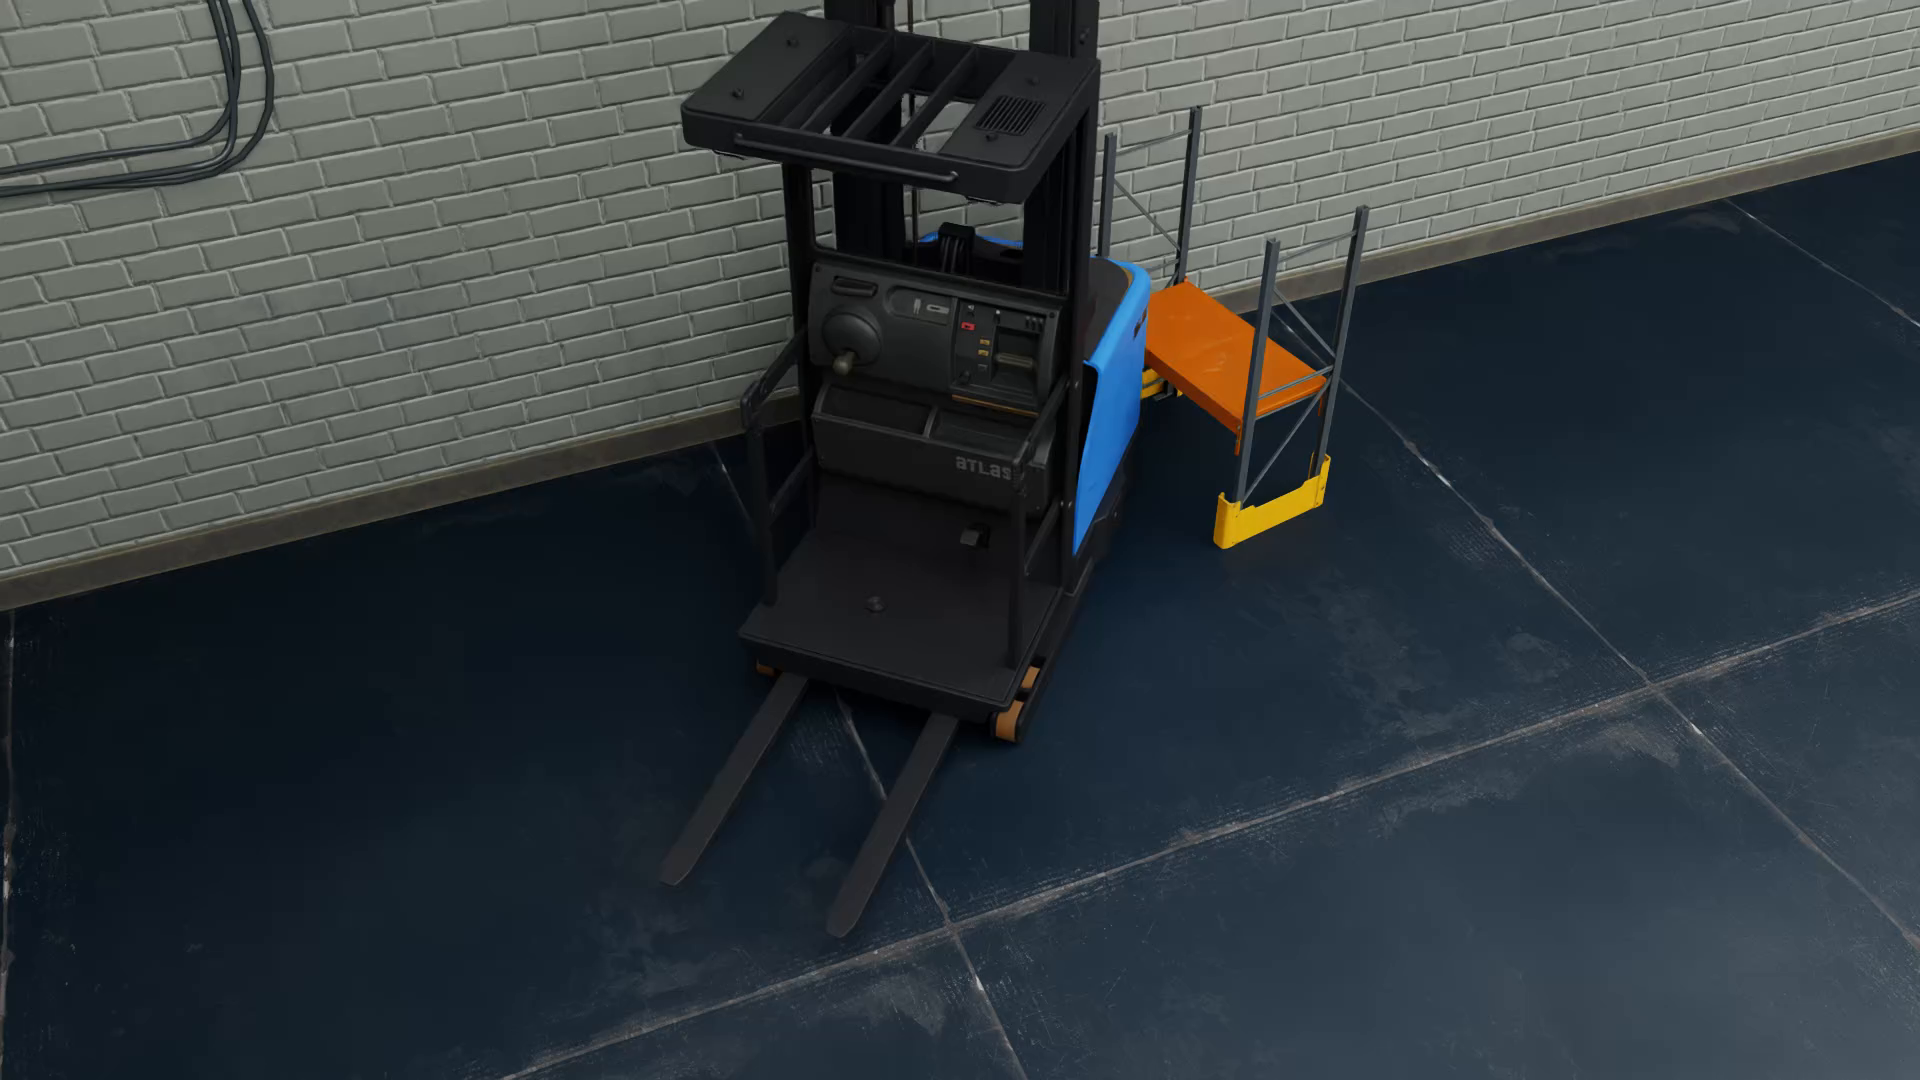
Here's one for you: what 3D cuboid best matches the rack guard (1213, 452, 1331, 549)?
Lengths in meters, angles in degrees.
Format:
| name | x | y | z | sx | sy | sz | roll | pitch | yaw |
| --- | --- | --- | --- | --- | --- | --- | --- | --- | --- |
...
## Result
| name | x | y | z | sx | sy | sz | roll | pitch | yaw |
| --- | --- | --- | --- | --- | --- | --- | --- | --- | --- |
| rack guard | 1.363 | -0.178 | 7.265 | 0.587 | 0.250 | 0.087 | -23 | 46 | -24 |

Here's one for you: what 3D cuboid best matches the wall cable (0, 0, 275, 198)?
| name | x | y | z | sx | sy | sz | roll | pitch | yaw |
| --- | --- | --- | --- | --- | --- | --- | --- | --- | --- |
| wall cable | -3.900 | -1.949 | 4.997 | 3.097 | 2.526 | 0.112 | -15 | 43 | -17 |

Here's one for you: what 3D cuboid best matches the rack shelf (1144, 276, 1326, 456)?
| name | x | y | z | sx | sy | sz | roll | pitch | yaw |
| --- | --- | --- | --- | --- | --- | --- | --- | --- | --- |
| rack shelf | 1.096 | -0.782 | 7.285 | 0.538 | 0.185 | 1.000 | -23 | 46 | -24 |

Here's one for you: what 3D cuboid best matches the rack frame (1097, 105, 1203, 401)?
| name | x | y | z | sx | sy | sz | roll | pitch | yaw |
| --- | --- | --- | --- | --- | --- | --- | --- | --- | --- |
| rack frame | 0.819 | -1.197 | 7.491 | 0.500 | 1.500 | 0.032 | -23 | 46 | -24 |

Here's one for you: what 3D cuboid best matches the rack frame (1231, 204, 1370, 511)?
| name | x | y | z | sx | sy | sz | roll | pitch | yaw |
| --- | --- | --- | --- | --- | --- | --- | --- | --- | --- |
| rack frame | 1.373 | -0.641 | 6.845 | 0.500 | 1.500 | 0.032 | -23 | 46 | -24 |

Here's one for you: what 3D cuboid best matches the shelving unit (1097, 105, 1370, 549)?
| name | x | y | z | sx | sy | sz | roll | pitch | yaw |
| --- | --- | --- | --- | --- | --- | --- | --- | --- | --- |
| shelving unit | 1.091 | -0.924 | 7.174 | 0.587 | 1.500 | 1.083 | -23 | 46 | -24 |

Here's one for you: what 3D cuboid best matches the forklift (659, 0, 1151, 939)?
| name | x | y | z | sx | sy | sz | roll | pitch | yaw |
| --- | --- | --- | --- | --- | --- | --- | --- | --- | --- |
| forklift | -0.174 | -0.649 | 5.757 | 1.130 | 2.935 | 3.031 | 13 | 42 | 15 |

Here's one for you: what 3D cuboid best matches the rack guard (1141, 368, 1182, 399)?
| name | x | y | z | sx | sy | sz | roll | pitch | yaw |
| --- | --- | --- | --- | --- | --- | --- | --- | --- | --- |
| rack guard | 0.820 | -0.722 | 7.898 | 0.587 | 0.250 | 0.087 | -23 | 46 | -24 |
